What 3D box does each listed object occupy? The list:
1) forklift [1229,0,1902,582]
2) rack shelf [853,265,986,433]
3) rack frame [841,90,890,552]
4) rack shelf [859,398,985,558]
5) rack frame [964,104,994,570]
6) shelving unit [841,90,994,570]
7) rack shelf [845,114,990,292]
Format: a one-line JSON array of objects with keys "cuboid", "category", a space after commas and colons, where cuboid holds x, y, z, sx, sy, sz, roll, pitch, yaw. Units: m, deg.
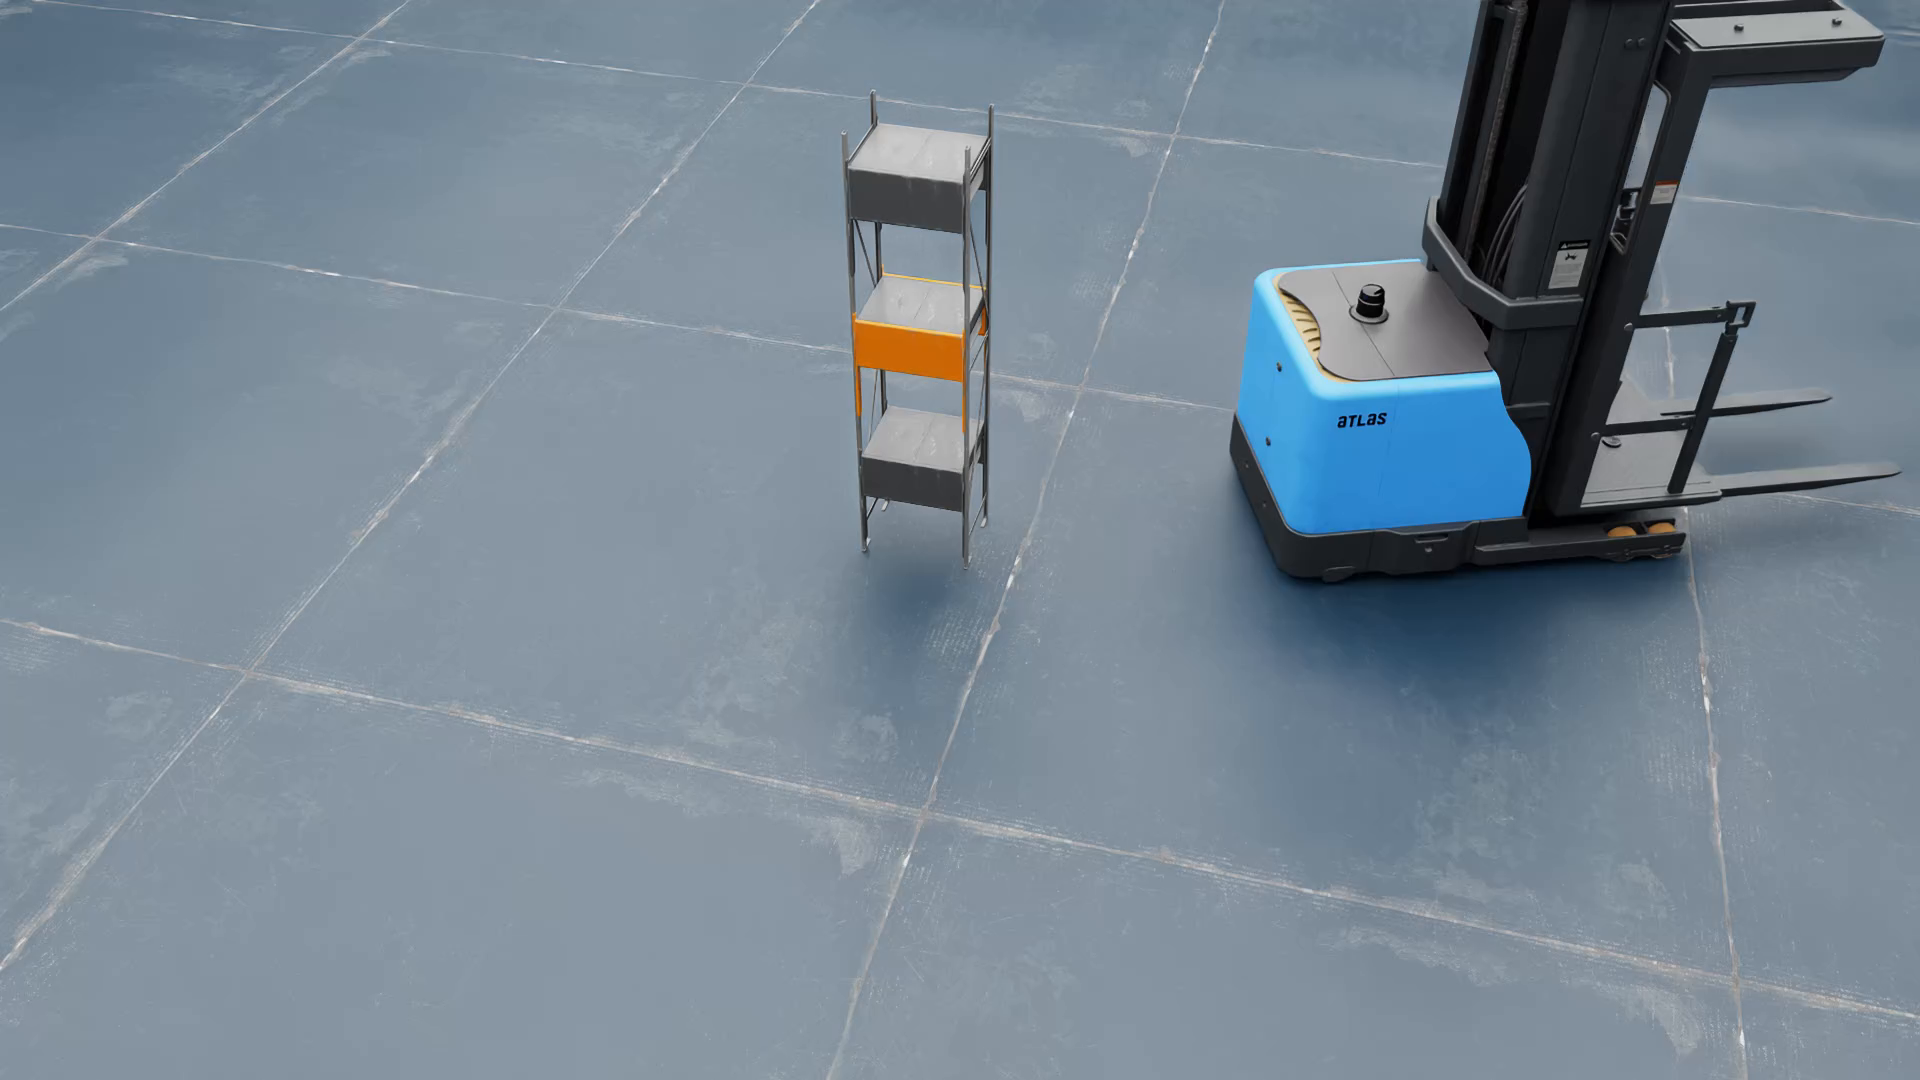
[{"cuboid": [2.883, -1.355, 7.109, 3.031, 2.935, 1.130, -5, 40, -6], "category": "forklift"}, {"cuboid": [-0.160, -0.821, 7.141, 0.480, 0.518, 0.431, 10, 41, 11], "category": "rack shelf"}, {"cuboid": [-0.396, -0.872, 7.180, 0.015, 2.100, 0.400, 10, 41, 11], "category": "rack frame"}, {"cuboid": [-0.160, -0.285, 7.591, 0.480, 0.518, 0.431, 10, 41, 11], "category": "rack shelf"}, {"cuboid": [0.076, -0.791, 7.084, 0.015, 2.100, 0.400, 10, 41, 11], "category": "rack frame"}, {"cuboid": [-0.160, -0.832, 7.132, 0.503, 2.100, 0.431, 10, 41, 11], "category": "shelving unit"}, {"cuboid": [-0.160, -1.357, 6.691, 0.480, 0.518, 0.431, 10, 41, 11], "category": "rack shelf"}]
